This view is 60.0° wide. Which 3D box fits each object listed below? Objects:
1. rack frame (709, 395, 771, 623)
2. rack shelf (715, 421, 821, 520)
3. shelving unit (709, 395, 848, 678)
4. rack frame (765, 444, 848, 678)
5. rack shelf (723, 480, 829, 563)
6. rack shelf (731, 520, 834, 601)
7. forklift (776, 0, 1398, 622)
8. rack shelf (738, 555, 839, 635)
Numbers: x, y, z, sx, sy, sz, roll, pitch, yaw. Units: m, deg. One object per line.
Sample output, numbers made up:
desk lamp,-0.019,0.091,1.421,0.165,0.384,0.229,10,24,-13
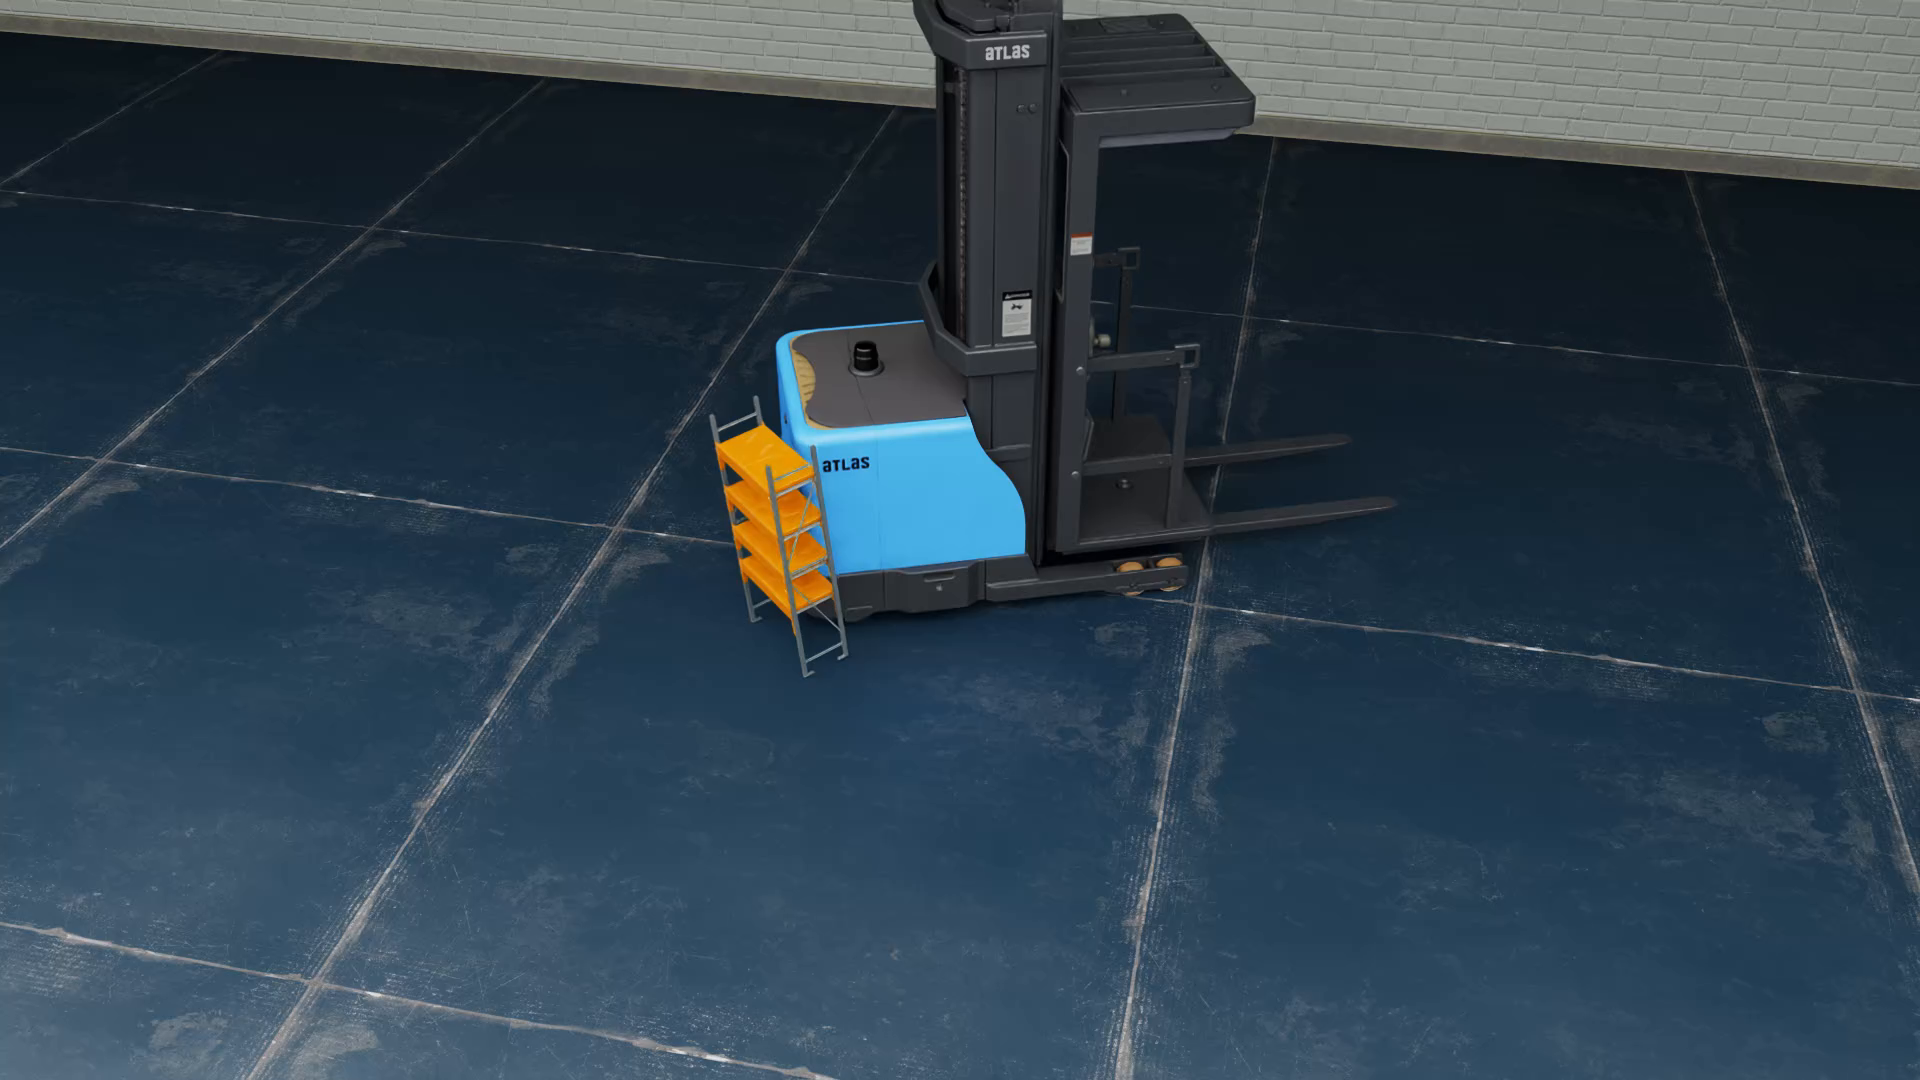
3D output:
rack frame,-0.945,-0.119,7.644,0.240,1.200,0.015,-27,43,-24
rack shelf,-0.834,-0.307,7.236,0.258,0.148,0.480,-27,43,-24
shelving unit,-0.805,-0.002,7.482,0.258,1.200,0.503,-27,43,-24
rack frame,-0.665,0.116,7.320,0.240,1.200,0.015,-27,43,-24
rack shelf,-0.816,-0.123,7.384,0.258,0.148,0.480,-27,43,-24
rack shelf,-0.800,0.051,7.524,0.258,0.148,0.480,-27,43,-24
forklift,0.661,-1.213,7.696,3.031,2.935,1.130,-6,36,-9
rack shelf,-0.785,0.205,7.649,0.258,0.148,0.480,-27,43,-24
